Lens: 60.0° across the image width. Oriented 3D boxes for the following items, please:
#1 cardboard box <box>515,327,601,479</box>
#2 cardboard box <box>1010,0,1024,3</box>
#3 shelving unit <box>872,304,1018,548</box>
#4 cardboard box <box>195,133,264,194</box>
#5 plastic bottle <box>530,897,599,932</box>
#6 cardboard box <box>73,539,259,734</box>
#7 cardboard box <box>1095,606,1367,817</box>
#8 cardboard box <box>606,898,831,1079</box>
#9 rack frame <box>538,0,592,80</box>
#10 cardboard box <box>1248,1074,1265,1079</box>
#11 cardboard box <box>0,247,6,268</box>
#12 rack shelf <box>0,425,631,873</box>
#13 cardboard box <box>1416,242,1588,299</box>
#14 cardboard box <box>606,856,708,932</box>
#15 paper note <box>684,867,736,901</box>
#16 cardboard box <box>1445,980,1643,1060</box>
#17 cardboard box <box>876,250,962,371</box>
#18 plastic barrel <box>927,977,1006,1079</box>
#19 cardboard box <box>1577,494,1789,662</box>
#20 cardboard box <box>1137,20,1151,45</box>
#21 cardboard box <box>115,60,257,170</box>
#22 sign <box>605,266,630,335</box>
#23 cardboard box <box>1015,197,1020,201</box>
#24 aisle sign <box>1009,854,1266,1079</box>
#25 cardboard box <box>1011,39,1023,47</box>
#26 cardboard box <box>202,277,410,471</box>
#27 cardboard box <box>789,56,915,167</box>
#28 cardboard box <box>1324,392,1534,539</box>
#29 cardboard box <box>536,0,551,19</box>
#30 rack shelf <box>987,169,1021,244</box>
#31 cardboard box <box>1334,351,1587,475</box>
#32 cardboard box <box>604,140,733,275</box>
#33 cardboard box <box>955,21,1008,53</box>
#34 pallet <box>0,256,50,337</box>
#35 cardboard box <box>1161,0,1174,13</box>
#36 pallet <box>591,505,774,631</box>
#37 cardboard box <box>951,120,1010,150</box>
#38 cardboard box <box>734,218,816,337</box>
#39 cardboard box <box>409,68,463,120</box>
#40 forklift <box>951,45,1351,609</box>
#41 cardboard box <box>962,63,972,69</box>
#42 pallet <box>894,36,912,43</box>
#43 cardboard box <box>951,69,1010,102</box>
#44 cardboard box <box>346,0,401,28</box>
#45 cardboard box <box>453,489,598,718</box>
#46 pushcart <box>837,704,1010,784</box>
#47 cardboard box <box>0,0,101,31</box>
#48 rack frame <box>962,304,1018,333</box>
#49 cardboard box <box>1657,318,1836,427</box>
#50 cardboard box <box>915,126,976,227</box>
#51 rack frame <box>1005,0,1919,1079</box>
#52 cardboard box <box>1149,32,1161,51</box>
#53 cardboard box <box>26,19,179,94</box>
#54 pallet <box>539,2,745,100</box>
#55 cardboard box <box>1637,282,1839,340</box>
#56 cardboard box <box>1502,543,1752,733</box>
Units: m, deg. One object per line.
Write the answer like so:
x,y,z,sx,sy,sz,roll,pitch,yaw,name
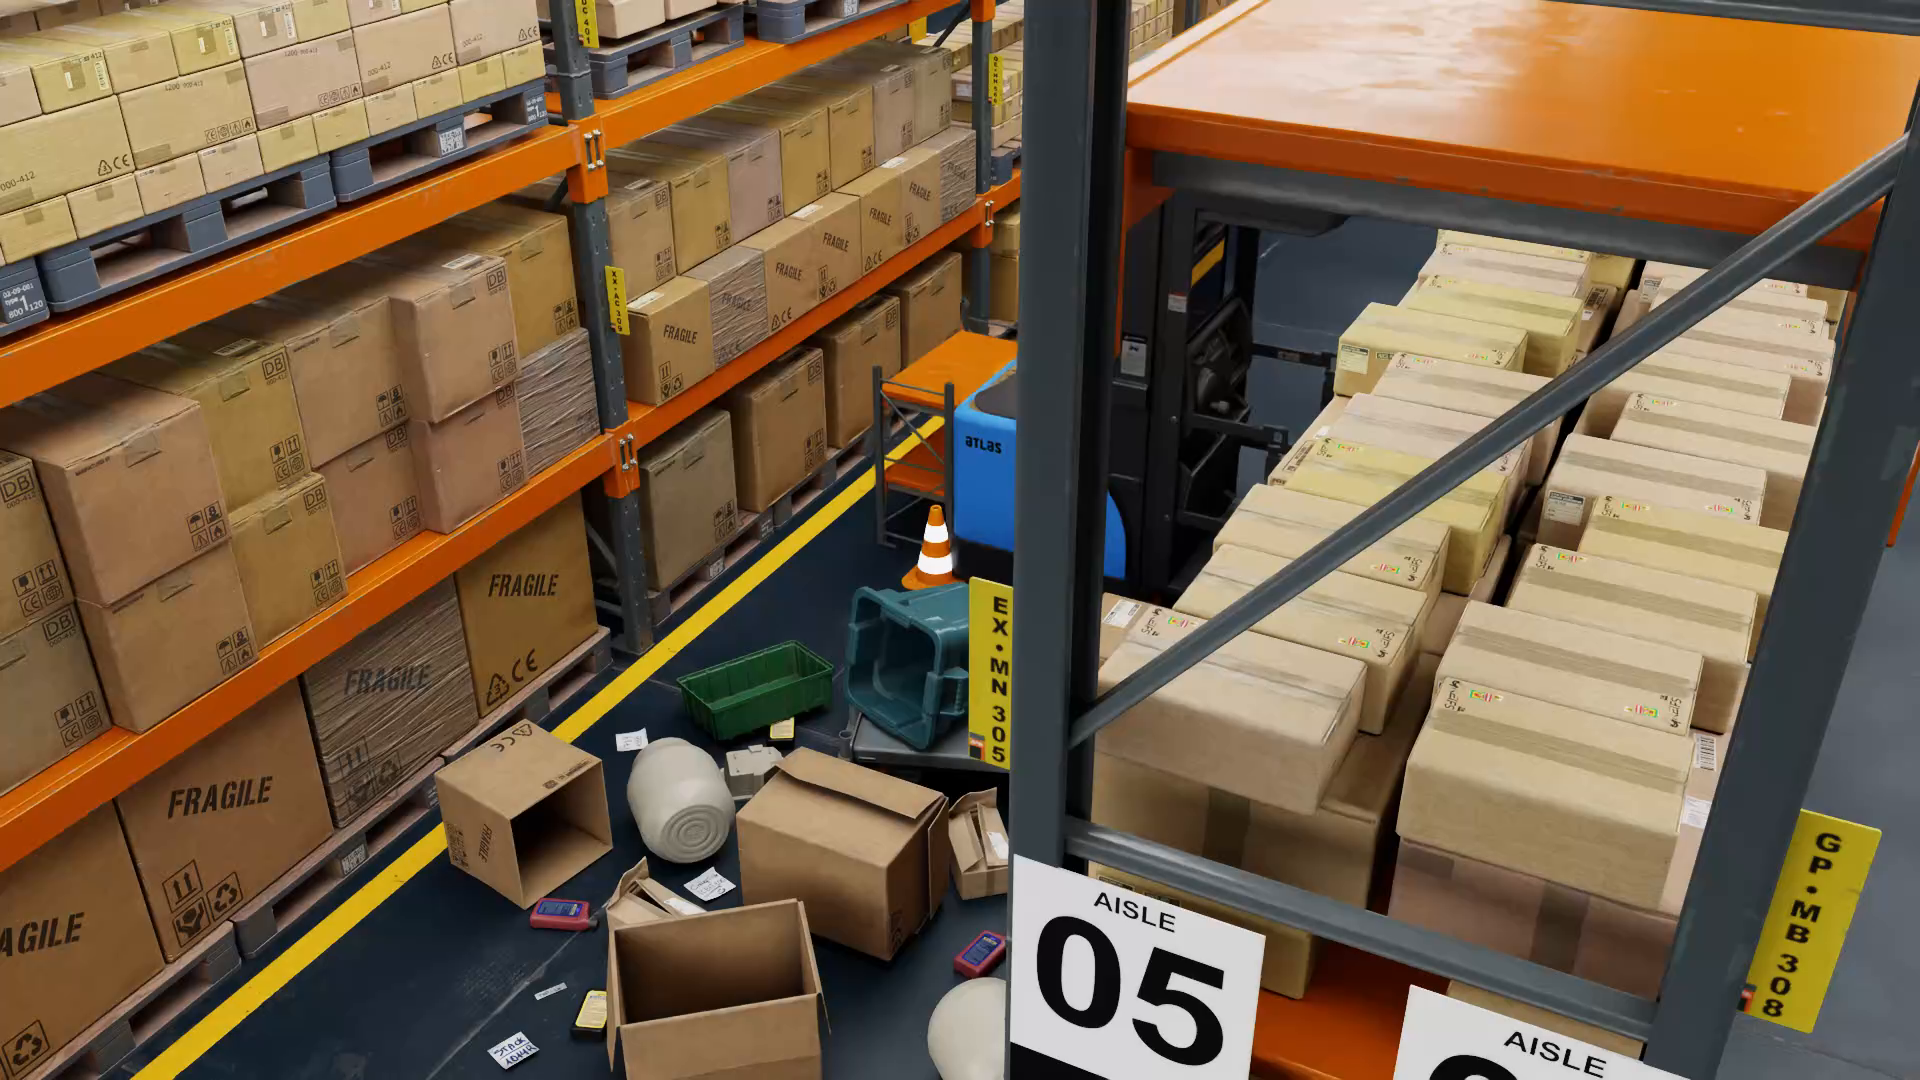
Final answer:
-2.244,-0.725,7.850,0.875,0.550,0.550,14,33,23,cardboard box
0.613,-4.285,13.434,0.380,0.149,0.250,14,33,23,cardboard box
-0.010,-0.635,9.727,0.538,1.125,1.048,16,33,25,shelving unit
-2.662,-1.333,5.777,0.380,0.149,0.250,14,33,23,cardboard box
-1.640,1.569,6.956,0.283,0.061,0.133,4,30,6,plastic bottle
-3.182,0.239,6.172,0.875,0.550,0.550,14,33,23,cardboard box
0.435,0.271,2.706,0.380,0.149,0.250,15,33,24,cardboard box
-0.910,1.755,6.189,0.797,0.503,0.637,-7,31,-11,cardboard box
-2.086,-3.428,6.683,1.000,3.000,0.127,14,33,23,rack frame
0.582,1.143,3.344,0.700,0.500,0.500,13,33,22,cardboard box
-3.122,-0.886,4.999,0.380,0.149,0.250,15,33,24,cardboard box
-2.997,0.372,6.812,1.077,0.370,4.000,14,33,23,rack shelf
1.388,-0.630,4.275,0.380,0.149,0.250,14,33,23,cardboard box
-1.230,1.539,6.803,0.396,0.266,0.258,21,36,32,cardboard box
-1.076,1.482,7.147,0.155,0.023,0.172,-25,38,-36,paper note
0.984,0.760,2.655,0.380,0.149,0.250,14,33,23,cardboard box
-0.622,-1.556,11.286,1.050,0.750,0.750,14,33,23,cardboard box
0.137,1.883,6.045,0.421,0.421,0.512,-12,32,-20,plastic barrel
1.338,0.070,3.056,0.380,0.149,0.250,14,33,23,cardboard box
1.318,-4.127,13.457,0.380,0.149,0.250,16,33,25,cardboard box
-2.771,-1.470,5.616,0.500,0.250,0.500,14,33,23,cardboard box
-1.592,-1.111,7.723,0.100,0.325,0.005,14,33,23,sign
0.496,-2.498,12.424,0.500,0.250,0.500,14,33,23,cardboard box
0.258,0.859,2.631,0.394,0.787,0.004,14,33,23,aisle sign
0.597,-3.557,12.165,0.380,0.149,0.250,16,33,26,cardboard box
-2.800,-0.725,6.766,0.875,0.550,0.550,14,33,23,cardboard box
-0.707,-2.655,10.257,0.700,0.500,0.500,14,33,23,cardboard box
0.966,-0.160,3.456,0.380,0.149,0.250,14,33,23,cardboard box
-1.907,-2.637,7.946,0.500,0.250,0.500,15,33,24,cardboard box
0.647,-3.174,12.988,1.077,0.370,4.000,14,33,23,rack shelf
1.228,-0.306,4.110,0.500,0.250,0.500,15,33,24,cardboard box
-1.633,-1.753,8.686,0.700,0.500,0.500,14,33,22,cardboard box
0.142,-3.825,12.631,0.380,0.149,0.250,16,34,26,cardboard box
-3.580,-0.647,4.941,1.003,0.211,1.213,14,33,23,pallet
1.549,-4.482,13.775,0.380,0.149,0.250,16,33,26,cardboard box
-1.802,0.024,9.497,1.003,0.211,1.213,14,33,23,pallet
0.119,-2.825,11.488,0.380,0.149,0.250,14,33,23,cardboard box
-1.148,-1.487,9.226,0.500,0.500,0.500,14,33,23,cardboard box
-2.199,-1.783,6.560,0.380,0.149,0.250,15,33,24,cardboard box
1.501,-0.917,8.404,3.031,2.935,1.130,14,33,23,forklift
-0.092,-3.471,12.314,0.380,0.149,0.250,14,33,23,cardboard box
-1.284,-5.734,19.524,1.003,0.211,1.213,14,33,23,pallet
0.121,-3.094,11.358,0.380,0.149,0.250,14,33,23,cardboard box
-2.313,-2.021,6.174,0.380,0.149,0.250,15,33,24,cardboard box
-2.435,0.176,8.143,0.875,0.875,0.875,15,33,24,cardboard box
0.314,0.894,7.814,1.648,0.377,0.936,4,30,6,pushcart
-3.248,-1.831,5.843,0.380,0.149,0.250,14,33,23,cardboard box
0.238,-0.856,10.112,0.500,1.125,0.032,16,33,25,rack frame
1.795,-0.387,3.851,0.380,0.149,0.250,15,33,24,cardboard box
-0.230,-2.382,10.786,0.500,0.500,0.500,14,33,23,cardboard box
0.544,-0.576,1.717,1.000,3.000,0.127,14,33,23,rack frame
1.436,-4.110,13.725,0.380,0.149,0.250,15,33,24,cardboard box
-2.777,-1.569,5.387,0.380,0.149,0.250,15,33,24,cardboard box
-1.713,-2.462,8.205,0.805,0.209,1.217,13,32,21,pallet
2.175,-0.632,4.678,0.500,0.250,0.500,14,33,22,cardboard box
1.248,0.277,3.095,0.500,0.250,0.500,14,33,23,cardboard box
